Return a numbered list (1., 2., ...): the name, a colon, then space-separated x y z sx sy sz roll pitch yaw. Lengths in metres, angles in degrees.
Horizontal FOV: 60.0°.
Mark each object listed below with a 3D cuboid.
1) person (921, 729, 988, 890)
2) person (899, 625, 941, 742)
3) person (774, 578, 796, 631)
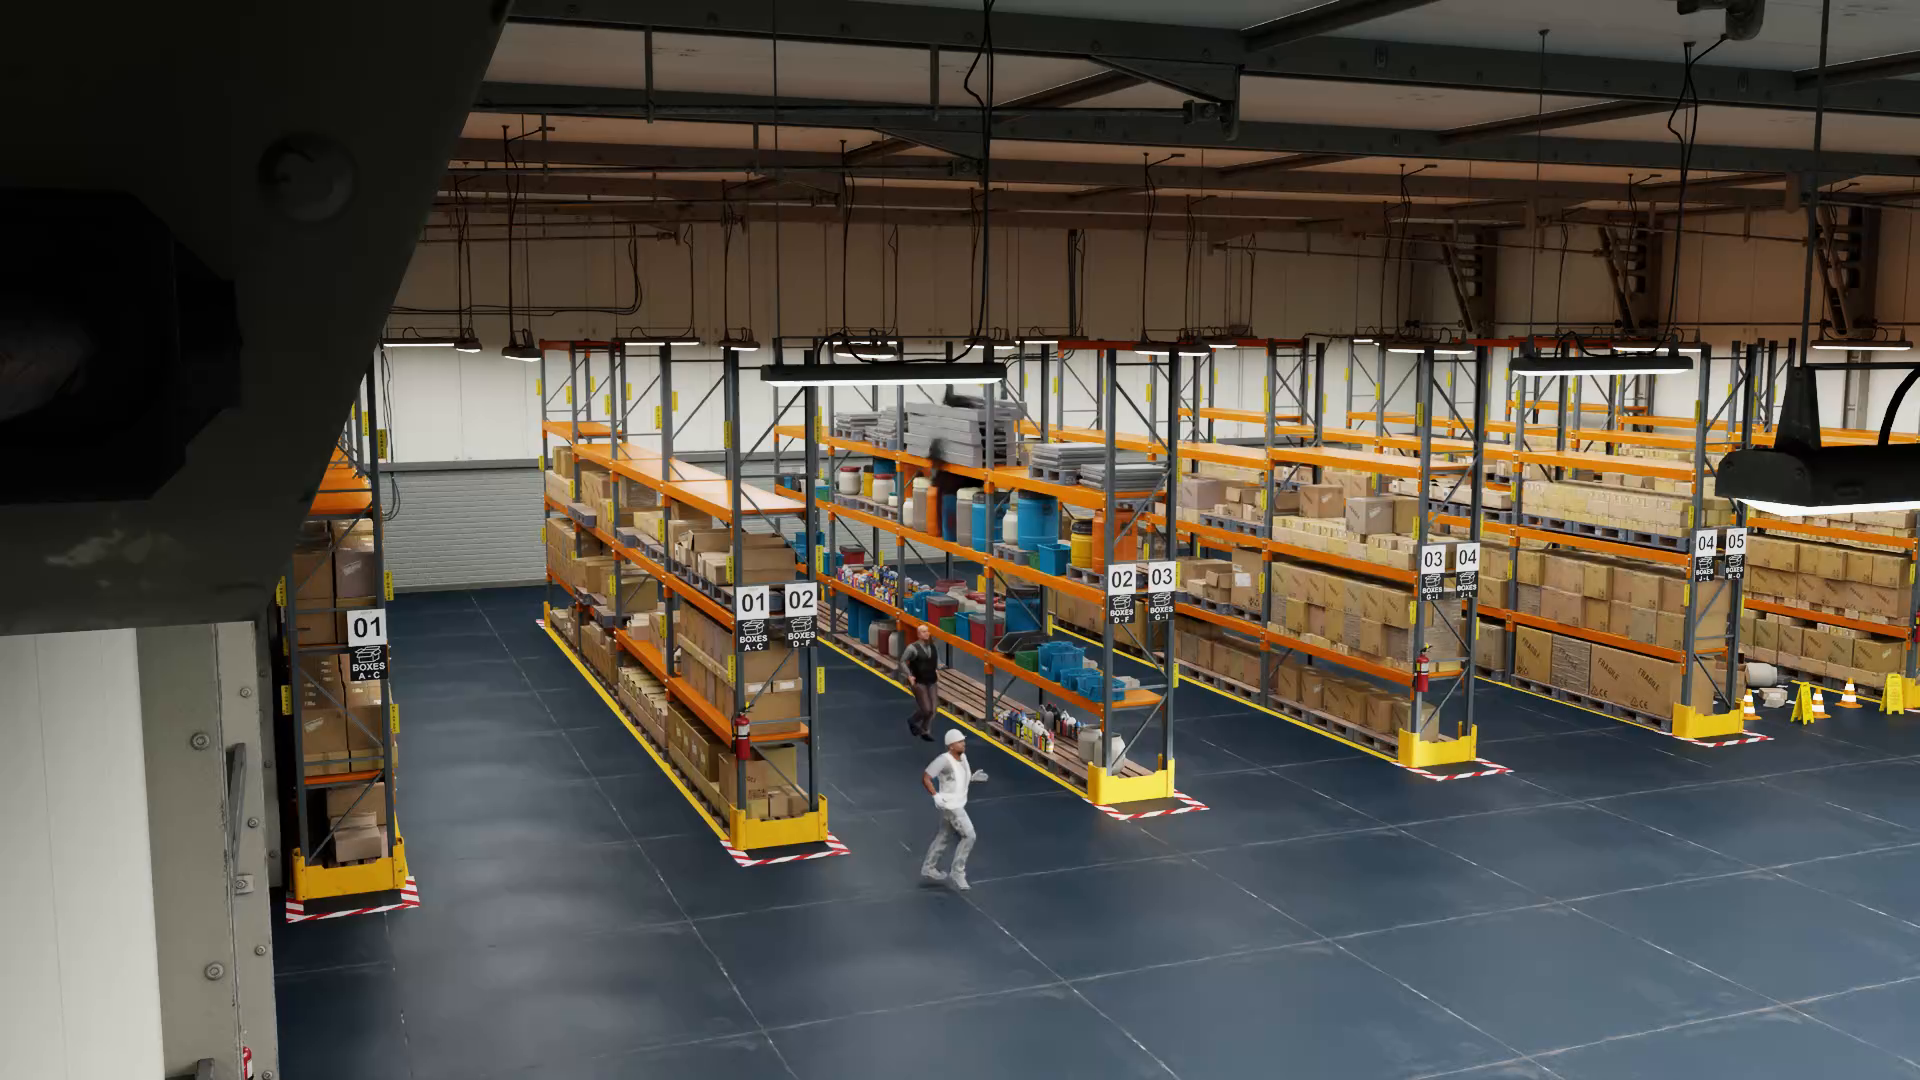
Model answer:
1. person: -0.072 3.033 18.786 0.762 1.843 0.644 2 8 12
2. person: -0.530 2.074 24.131 0.671 1.689 0.534 -5 9 -36
3. person: -2.926 1.461 28.579 0.718 1.818 0.852 -4 9 -30
